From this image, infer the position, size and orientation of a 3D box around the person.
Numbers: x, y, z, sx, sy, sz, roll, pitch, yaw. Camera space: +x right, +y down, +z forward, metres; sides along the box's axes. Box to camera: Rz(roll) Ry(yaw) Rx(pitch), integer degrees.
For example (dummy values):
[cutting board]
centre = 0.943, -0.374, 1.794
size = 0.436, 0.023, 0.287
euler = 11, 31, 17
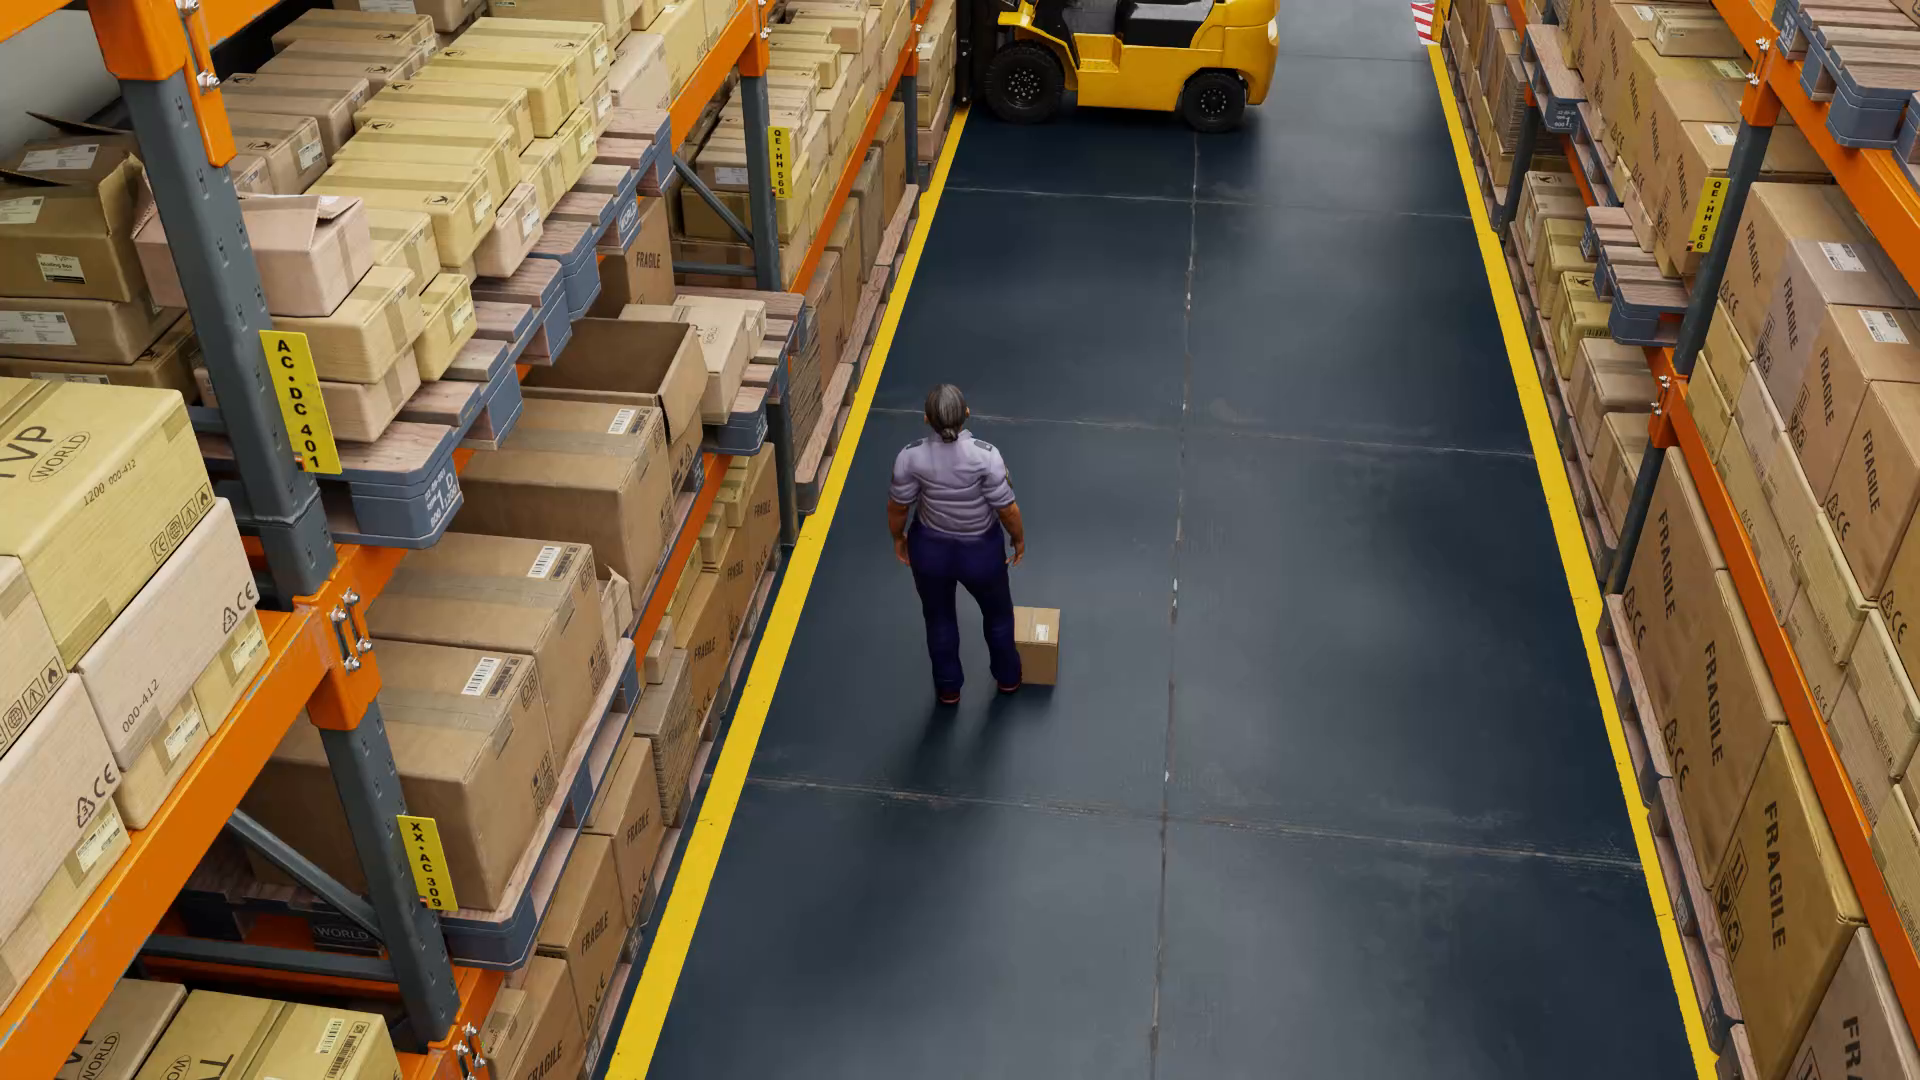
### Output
[person]
centre = 0.014, -0.007, 7.044
size = 0.599, 1.650, 0.503
euler = 4, 37, 6
